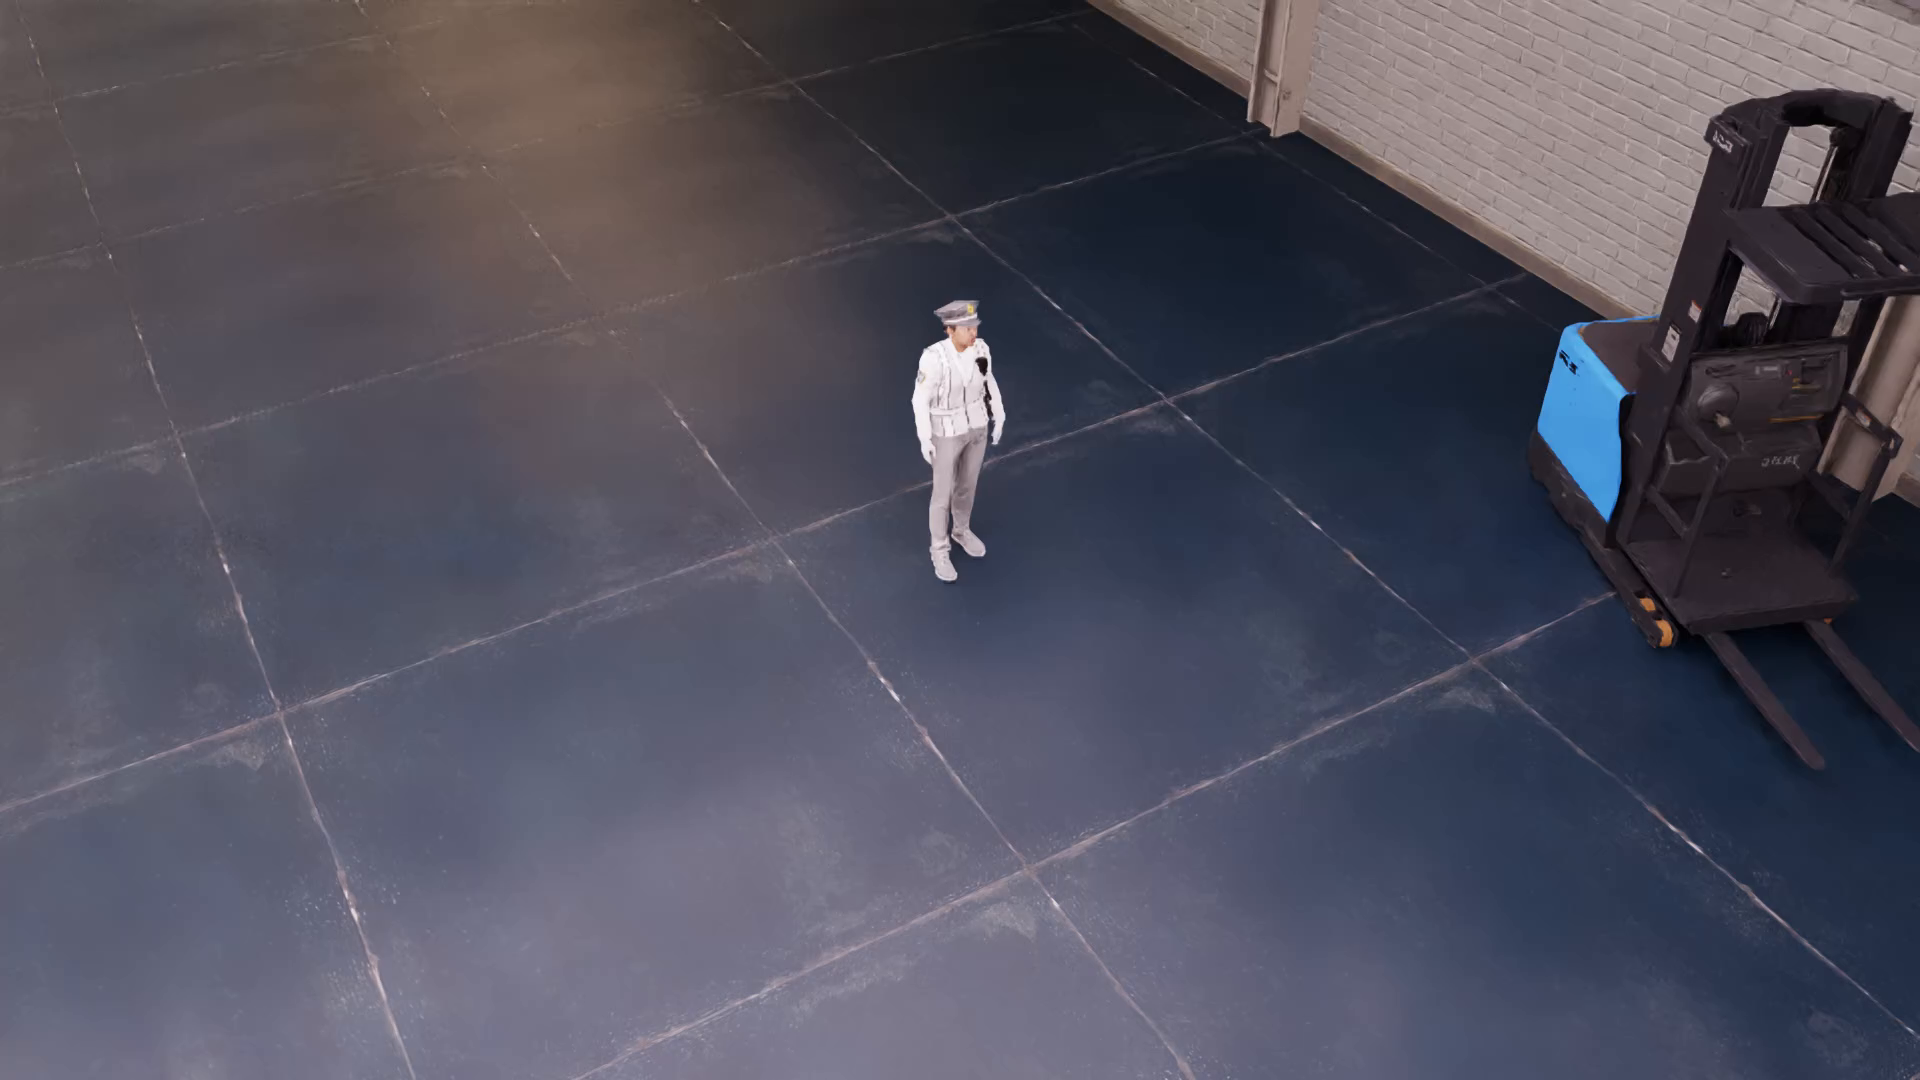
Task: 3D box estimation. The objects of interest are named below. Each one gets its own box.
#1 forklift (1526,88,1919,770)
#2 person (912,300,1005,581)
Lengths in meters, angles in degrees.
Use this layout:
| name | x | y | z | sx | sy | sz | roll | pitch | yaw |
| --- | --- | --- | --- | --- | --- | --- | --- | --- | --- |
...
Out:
| name | x | y | z | sx | sy | sz | roll | pitch | yaw |
| --- | --- | --- | --- | --- | --- | --- | --- | --- | --- |
| forklift | 4.464 | -0.763 | 8.956 | 1.130 | 2.935 | 3.031 | -7 | 40 | -8 |
| person | 0.028 | -0.619 | 9.738 | 0.586 | 1.695 | 0.532 | -20 | 44 | -23 |
